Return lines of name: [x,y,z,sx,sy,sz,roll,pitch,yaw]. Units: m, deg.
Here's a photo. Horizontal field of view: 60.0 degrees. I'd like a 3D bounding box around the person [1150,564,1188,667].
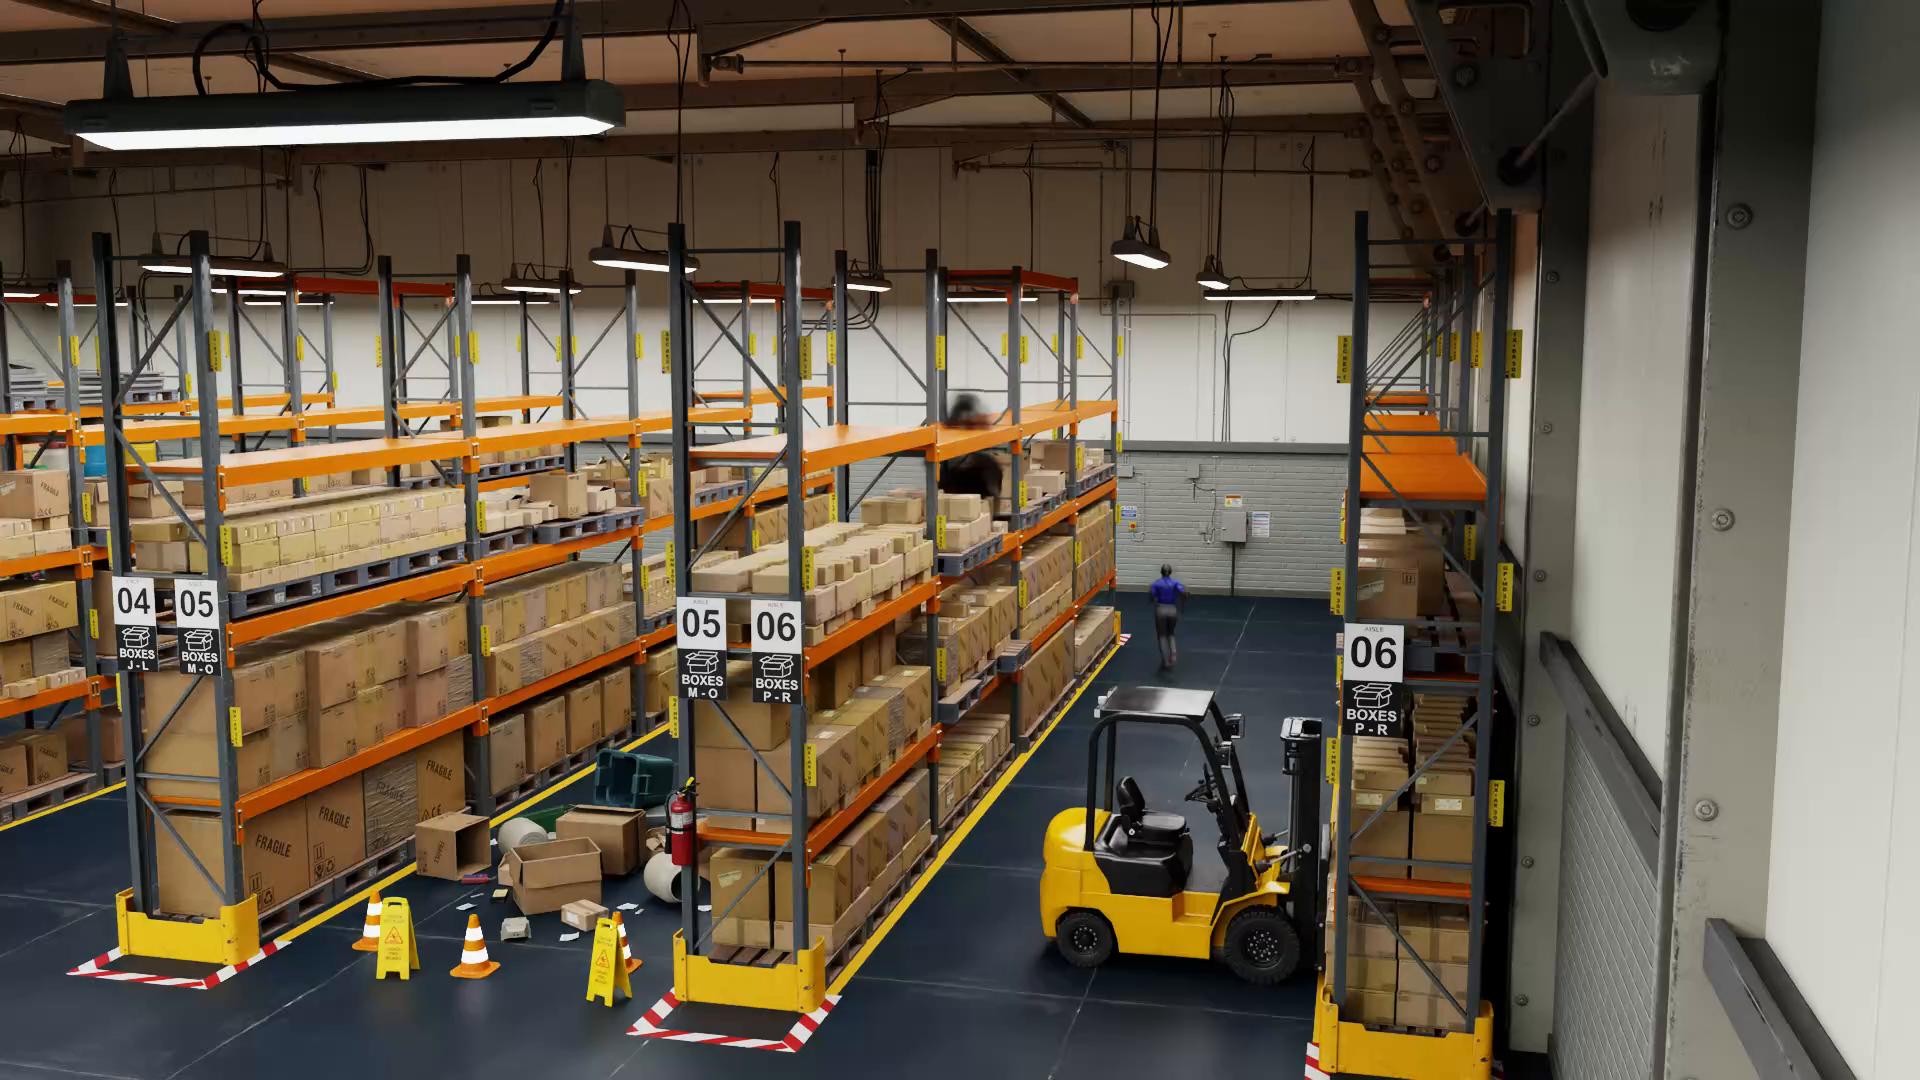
person: [3.249,1.162,26.144,0.552,1.617,0.633,-1,7,-5]
